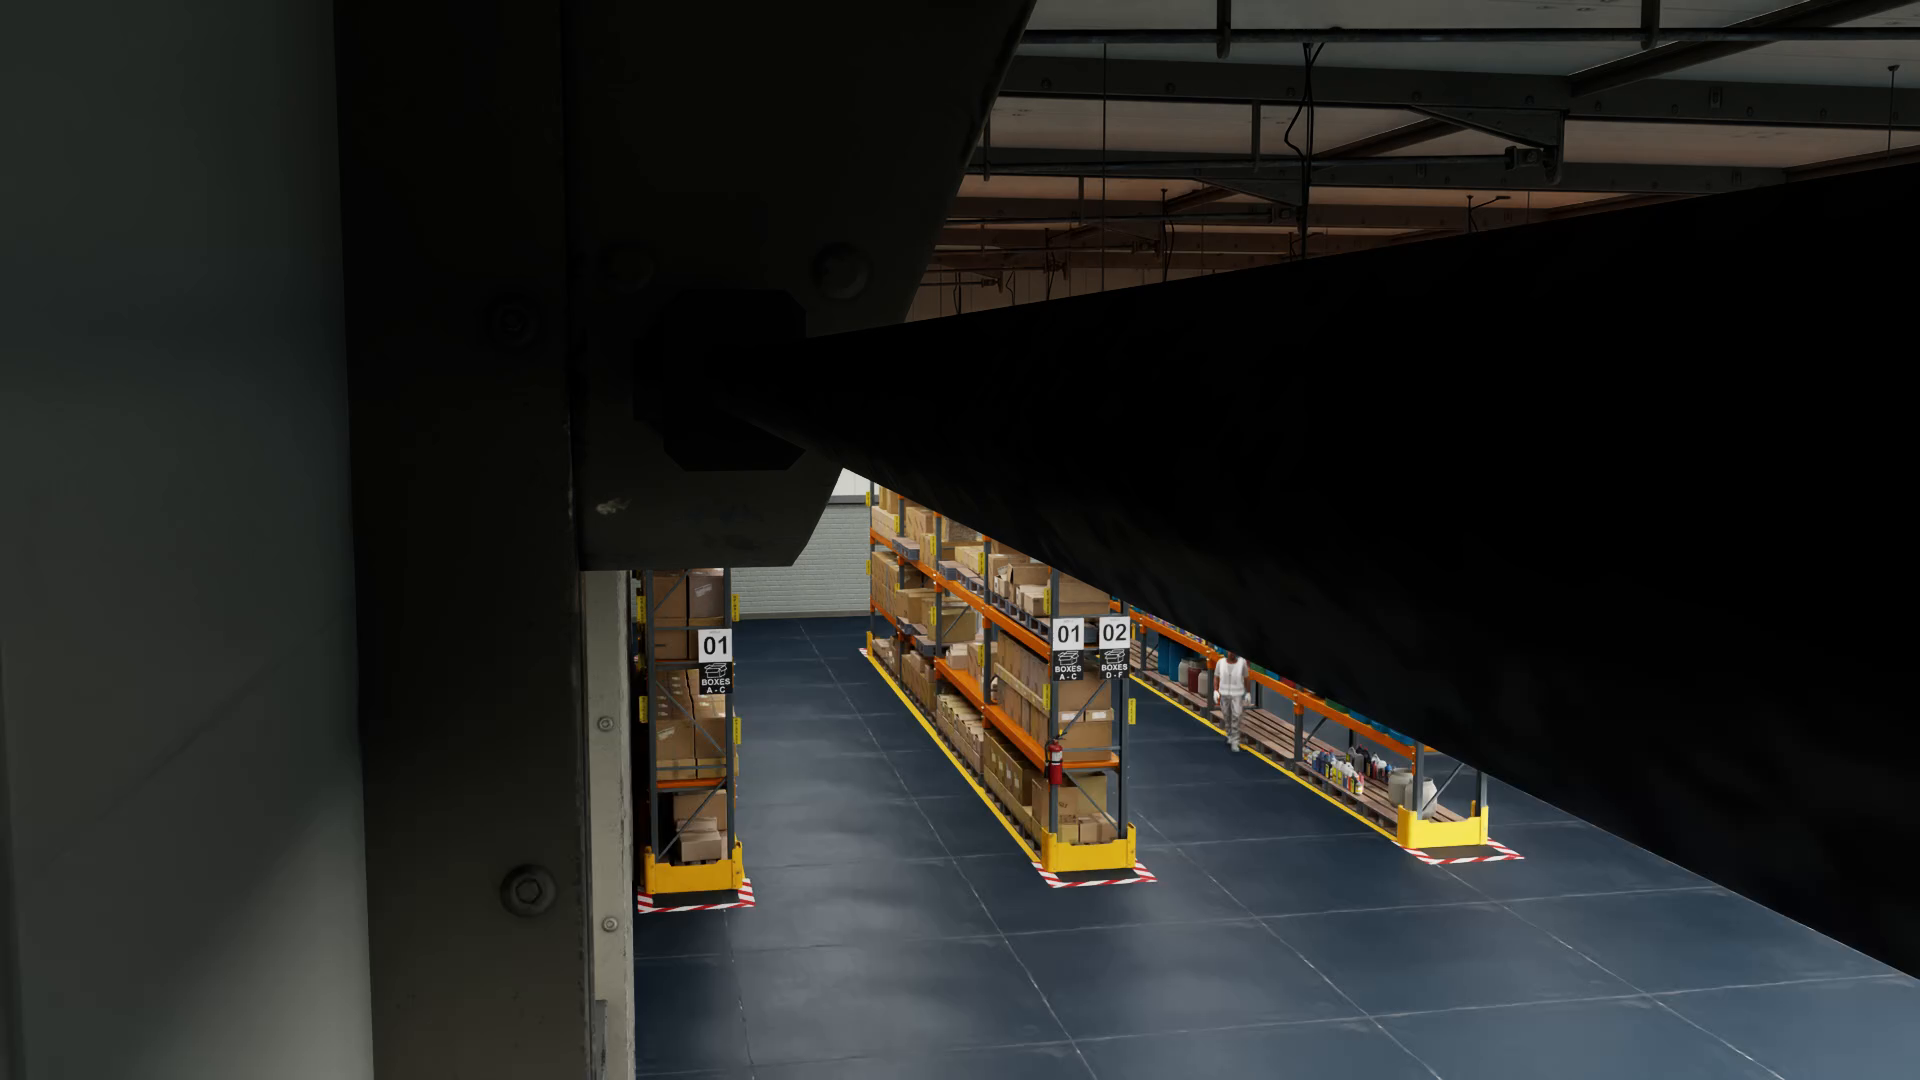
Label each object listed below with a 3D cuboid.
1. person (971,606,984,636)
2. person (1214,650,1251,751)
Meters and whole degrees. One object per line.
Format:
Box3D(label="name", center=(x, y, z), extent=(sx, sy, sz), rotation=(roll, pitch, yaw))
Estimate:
Box3D(label="person", center=(0.333, 1.845, 34.996), extent=(0.747, 1.690, 0.724), rotation=(0, 6, -2))
Box3D(label="person", center=(4.466, 2.568, 27.484), extent=(0.590, 1.737, 0.954), rotation=(3, 7, 25))
